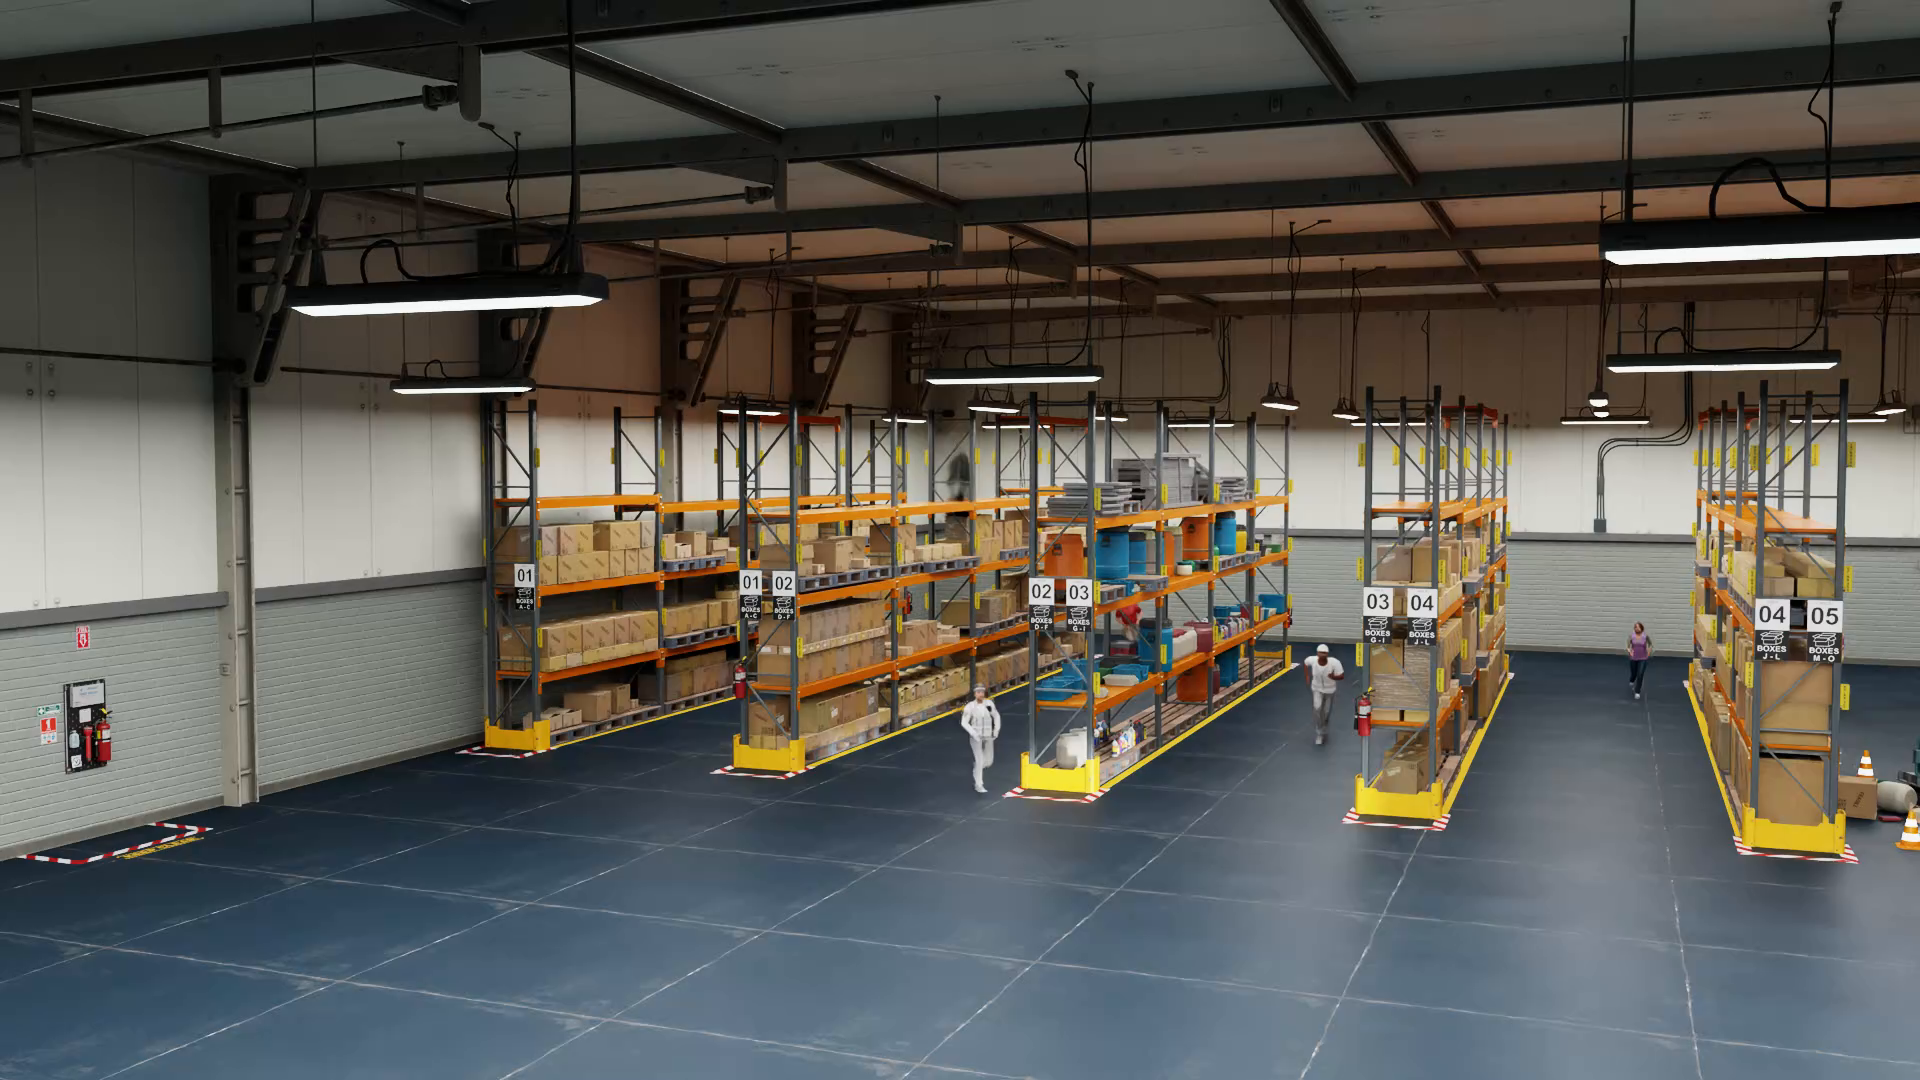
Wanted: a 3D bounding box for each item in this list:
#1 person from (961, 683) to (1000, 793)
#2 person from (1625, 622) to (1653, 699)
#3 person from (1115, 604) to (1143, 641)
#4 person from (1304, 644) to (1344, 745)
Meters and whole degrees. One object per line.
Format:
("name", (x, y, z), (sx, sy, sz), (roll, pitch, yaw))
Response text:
("person", (0.301, 2.950, 24.940), (0.596, 1.660, 0.623), (-1, 3, -14))
("person", (14.215, 2.513, 34.814), (0.545, 1.589, 0.685), (1, 3, 23))
("person", (4.191, 2.170, 40.878), (0.738, 1.641, 0.581), (0, 3, 8))
("person", (6.419, 2.698, 29.362), (0.691, 1.774, 0.964), (1, 3, 11))
